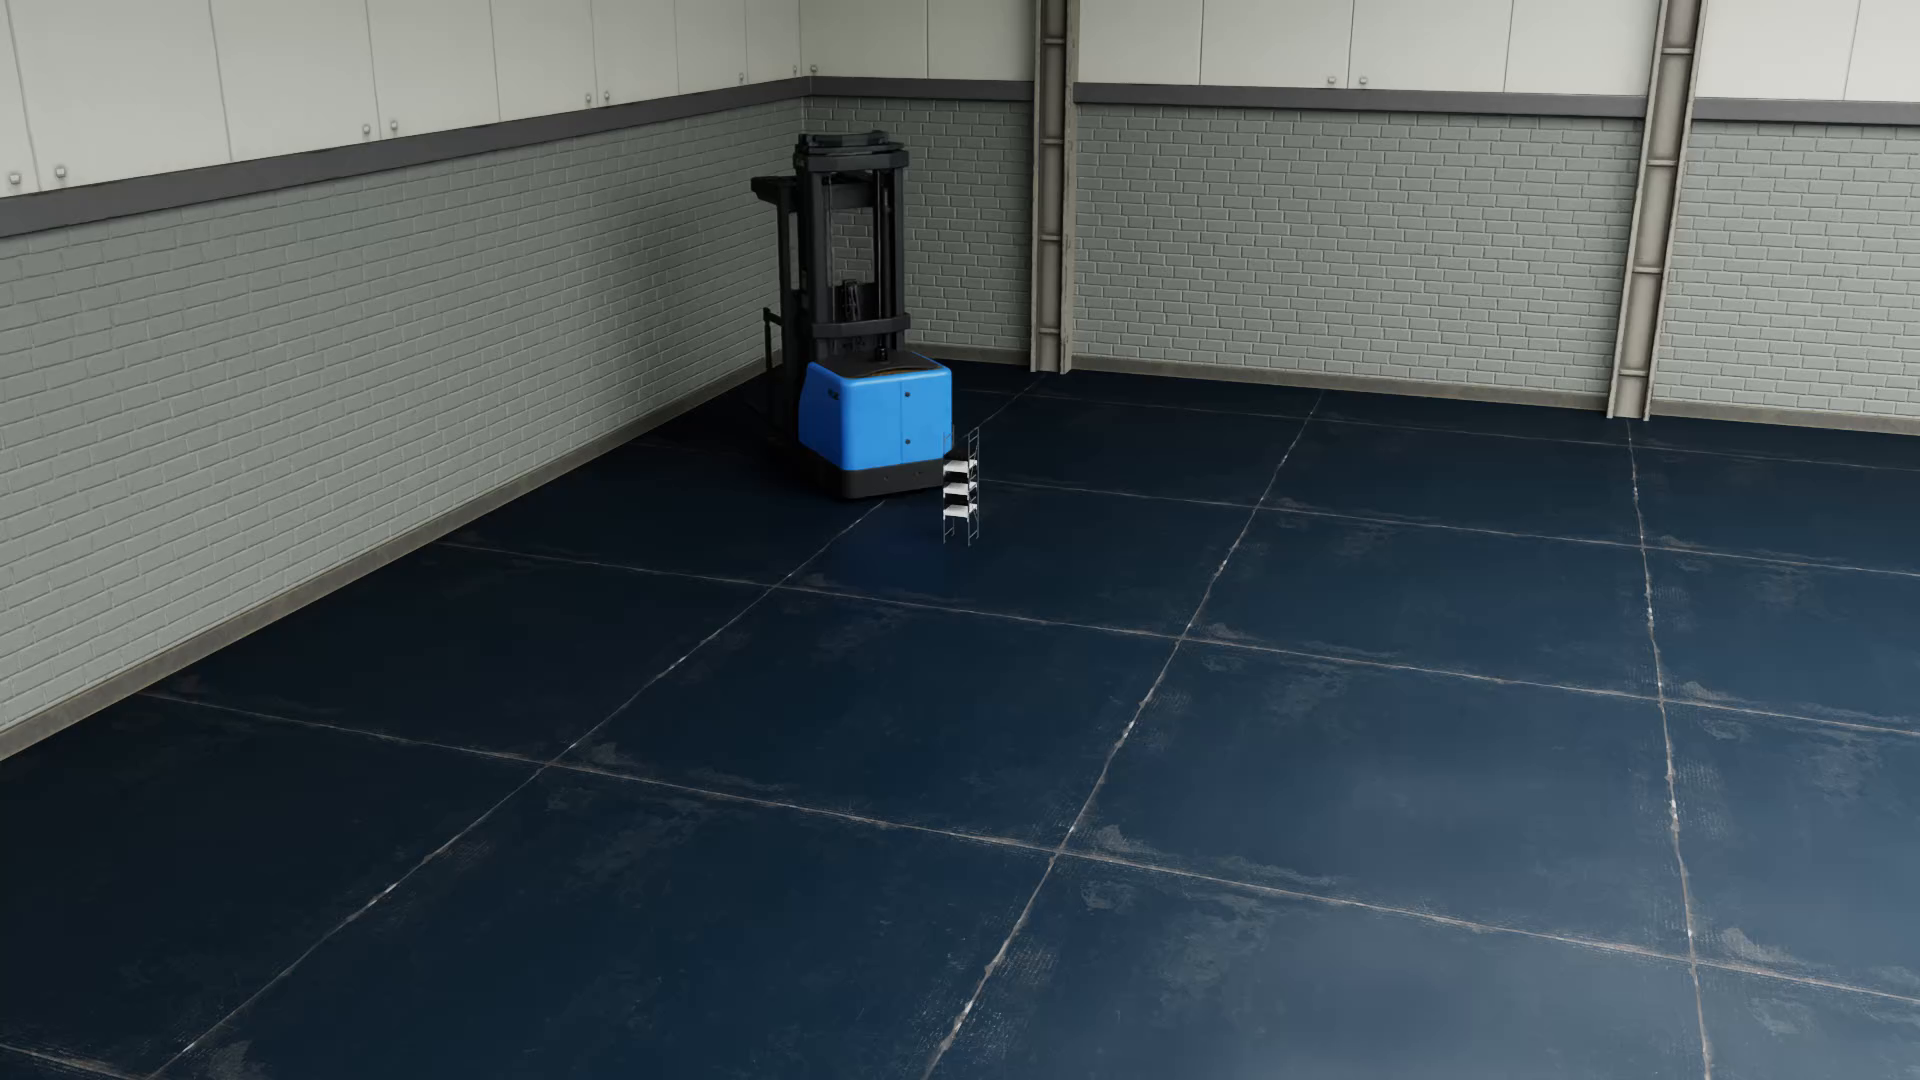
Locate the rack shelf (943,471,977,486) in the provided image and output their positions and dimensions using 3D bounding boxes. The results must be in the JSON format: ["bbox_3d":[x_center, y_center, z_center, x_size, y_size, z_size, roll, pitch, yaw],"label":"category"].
[{"bbox_3d":[0.008,-0.478,12.907,0.200,0.077,0.258,7,20,18],"label":"rack shelf"}]

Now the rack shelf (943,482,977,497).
[{"bbox_3d":[0.008,-0.393,12.937,0.200,0.077,0.258,7,20,18],"label":"rack shelf"}]

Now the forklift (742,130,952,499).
[{"bbox_3d":[-1.168,-2.169,14.846,1.130,2.935,3.031,-9,21,-25],"label":"forklift"}]

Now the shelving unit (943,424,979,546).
[{"bbox_3d":[0.008,-0.424,12.926,0.210,0.900,0.258,7,20,18],"label":"shelving unit"}]

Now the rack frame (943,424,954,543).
[{"bbox_3d":[-0.088,-0.435,12.957,0.006,0.900,0.240,7,20,18],"label":"rack frame"}]

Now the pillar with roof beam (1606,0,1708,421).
[{"bbox_3d":[5.267,-4.157,11.331,0.400,9.000,9.100,7,20,18],"label":"pillar with roof beam"}]

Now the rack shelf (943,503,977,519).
[{"bbox_3d":[0.008,-0.223,12.996,0.200,0.077,0.258,7,20,18],"label":"rack shelf"}]

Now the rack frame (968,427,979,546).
[{"bbox_3d":[0.104,-0.413,12.894,0.006,0.900,0.240,7,20,18],"label":"rack frame"}]

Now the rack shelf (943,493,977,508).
[{"bbox_3d":[0.008,-0.308,12.966,0.200,0.077,0.258,7,20,18],"label":"rack shelf"}]

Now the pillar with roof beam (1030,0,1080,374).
[{"bbox_3d":[-0.400,-4.805,13.190,0.400,9.000,9.100,7,20,18],"label":"pillar with roof beam"}]

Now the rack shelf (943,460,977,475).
[{"bbox_3d":[0.008,-0.563,12.877,0.200,0.077,0.258,7,20,18],"label":"rack shelf"}]

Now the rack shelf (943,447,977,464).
[{"bbox_3d":[0.008,-0.648,12.848,0.200,0.077,0.258,7,20,18],"label":"rack shelf"}]
